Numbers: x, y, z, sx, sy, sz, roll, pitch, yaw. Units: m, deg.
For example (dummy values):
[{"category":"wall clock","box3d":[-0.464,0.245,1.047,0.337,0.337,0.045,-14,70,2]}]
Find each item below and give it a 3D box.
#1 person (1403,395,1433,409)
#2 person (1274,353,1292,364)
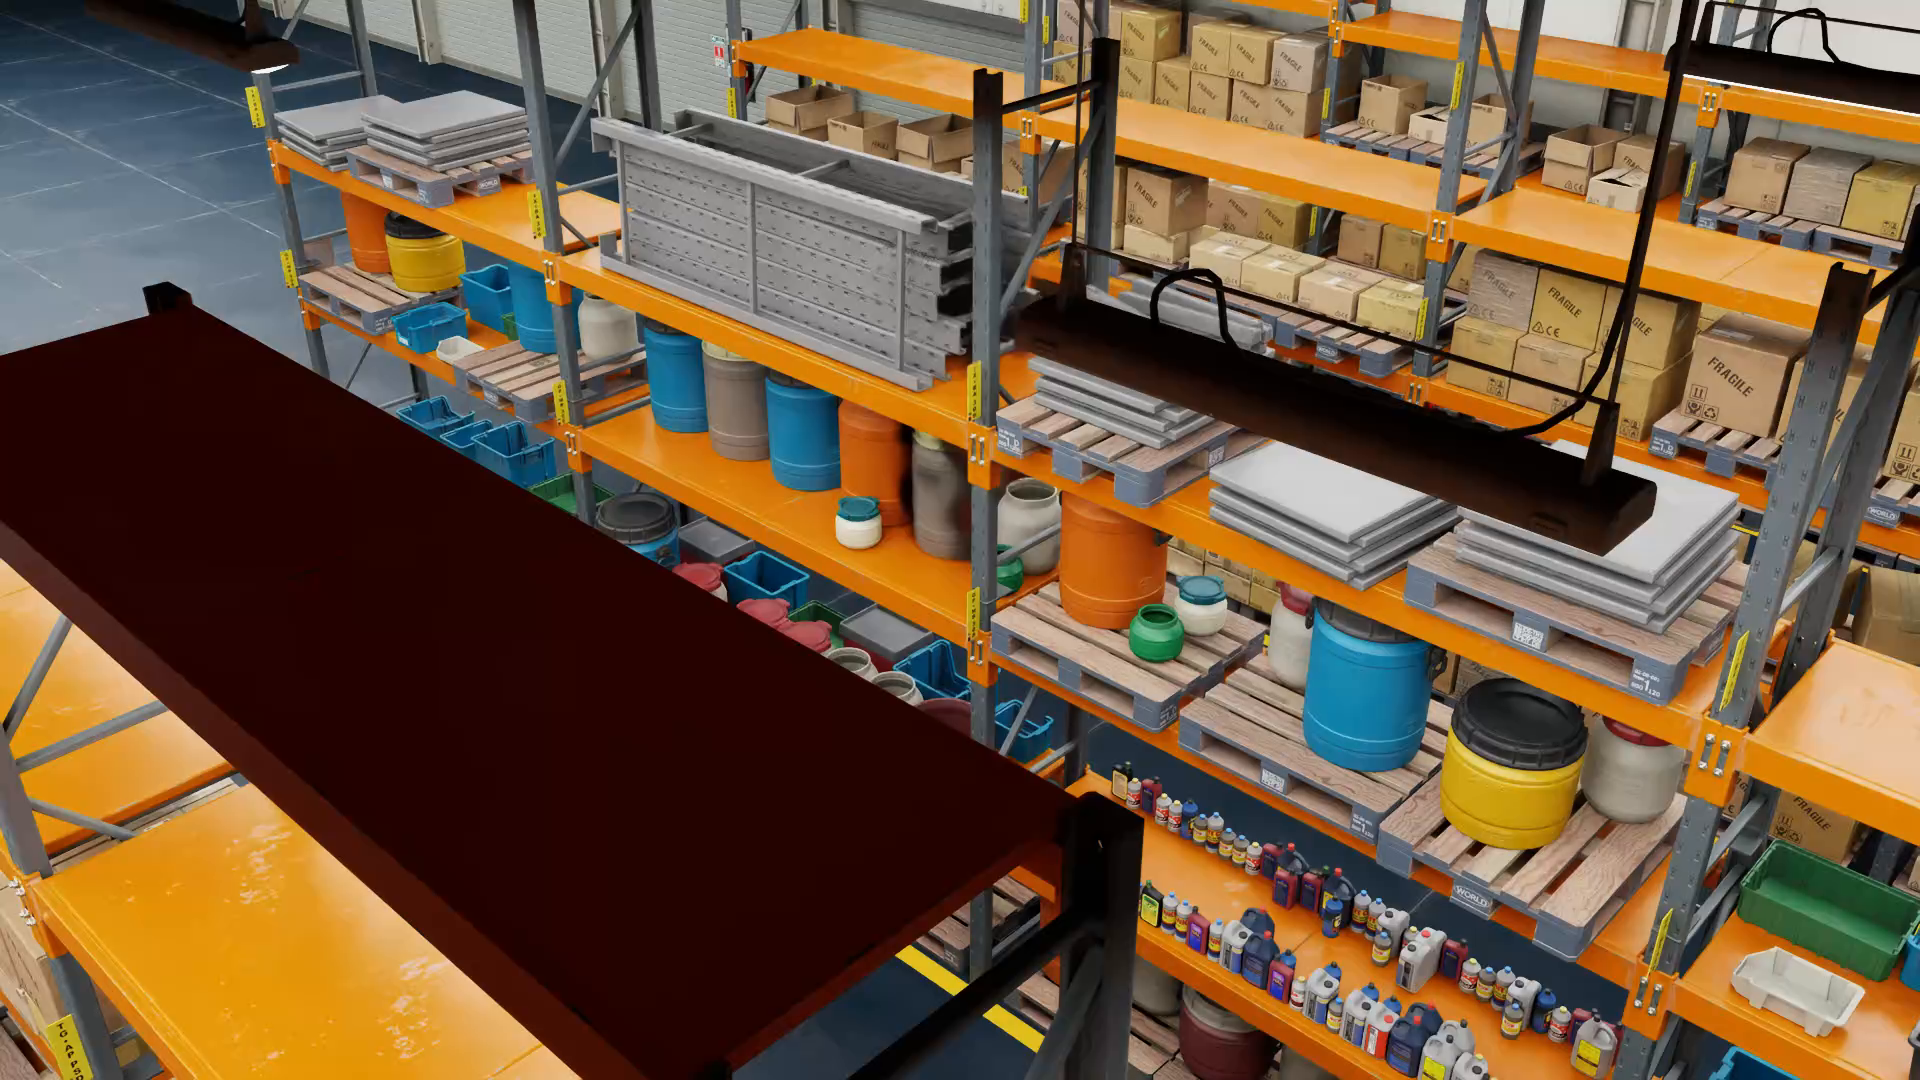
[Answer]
[{"category":"person","box3d":[4.292,-0.553,15.482,0.676,1.735,0.673,17,34,27]},{"category":"person","box3d":[3.456,-1.754,17.733,0.735,1.618,0.560,10,31,18]}]
